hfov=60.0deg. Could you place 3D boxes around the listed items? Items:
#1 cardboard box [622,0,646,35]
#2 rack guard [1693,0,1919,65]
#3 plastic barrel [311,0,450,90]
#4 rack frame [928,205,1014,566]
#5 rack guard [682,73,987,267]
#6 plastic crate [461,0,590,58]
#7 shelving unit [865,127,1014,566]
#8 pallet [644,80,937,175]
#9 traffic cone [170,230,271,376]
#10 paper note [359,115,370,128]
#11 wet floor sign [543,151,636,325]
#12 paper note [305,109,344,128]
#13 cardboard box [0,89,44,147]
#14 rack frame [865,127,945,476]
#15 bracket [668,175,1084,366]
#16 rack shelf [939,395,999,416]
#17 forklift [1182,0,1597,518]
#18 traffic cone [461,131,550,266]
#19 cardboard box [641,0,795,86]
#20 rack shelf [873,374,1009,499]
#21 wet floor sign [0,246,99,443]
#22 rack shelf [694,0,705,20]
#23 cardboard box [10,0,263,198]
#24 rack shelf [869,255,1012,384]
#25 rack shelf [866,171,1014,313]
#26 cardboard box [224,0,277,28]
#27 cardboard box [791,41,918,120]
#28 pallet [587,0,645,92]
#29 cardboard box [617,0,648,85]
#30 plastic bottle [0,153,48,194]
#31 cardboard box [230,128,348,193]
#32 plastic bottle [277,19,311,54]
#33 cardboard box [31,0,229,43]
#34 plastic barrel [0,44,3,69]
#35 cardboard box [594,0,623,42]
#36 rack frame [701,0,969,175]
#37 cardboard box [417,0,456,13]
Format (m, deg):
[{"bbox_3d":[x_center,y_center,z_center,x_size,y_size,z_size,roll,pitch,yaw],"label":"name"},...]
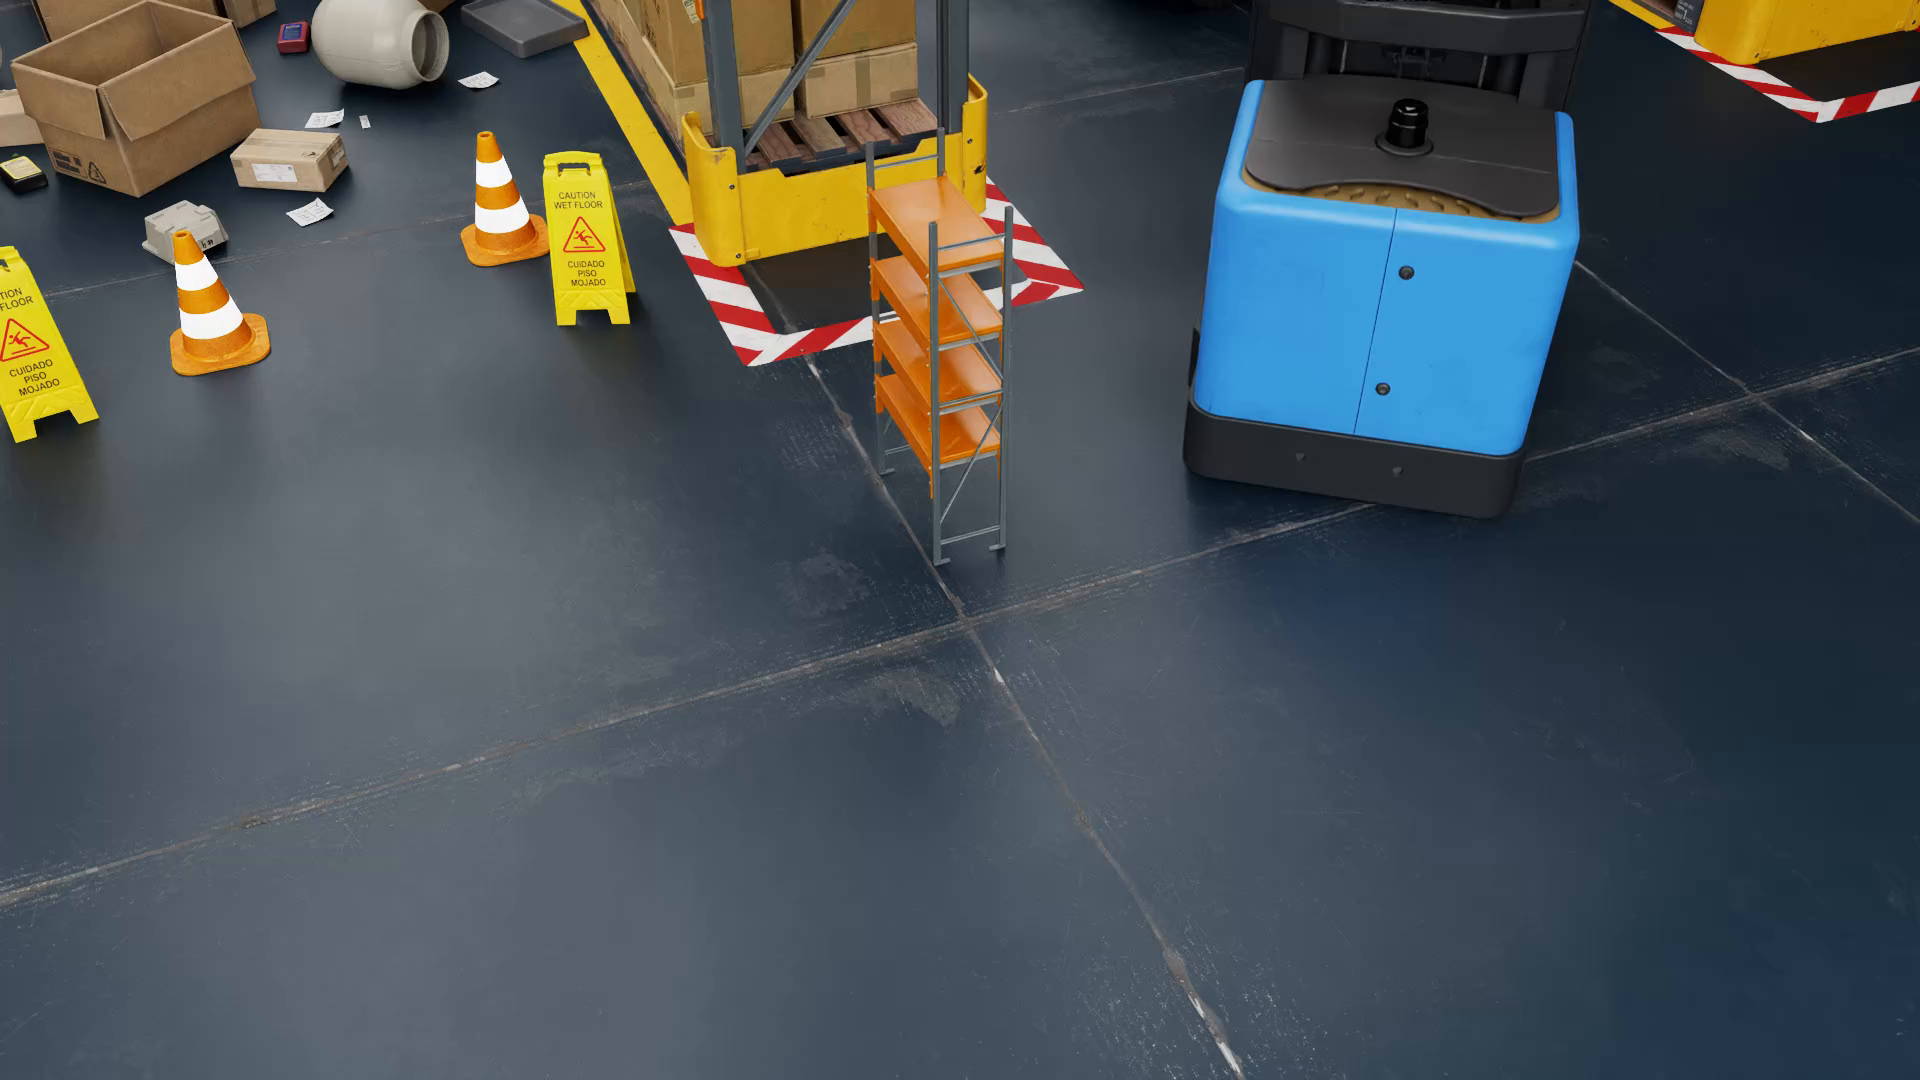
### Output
[{"bbox_3d":[-1.200,-2.525,7.098,0.500,0.500,0.500,-14,43,-15],"label":"cardboard box"},{"bbox_3d":[4.144,-2.671,7.973,1.175,0.500,0.348,-15,43,-17],"label":"rack guard"},{"bbox_3d":[-2.639,-2.283,7.580,0.512,0.421,0.421,12,42,13],"label":"plastic barrel"},{"bbox_3d":[0.030,-0.408,4.804,0.240,1.200,0.015,-15,43,-17],"label":"rack frame"},{"bbox_3d":[-0.479,-1.491,6.601,1.175,0.500,0.348,-15,43,-17],"label":"rack guard"},{"bbox_3d":[-2.137,-2.545,8.149,0.402,0.080,0.583,-31,49,-31],"label":"plastic crate"},{"bbox_3d":[-0.063,-0.555,4.975,0.258,1.200,0.503,-15,43,-17],"label":"shelving unit"},{"bbox_3d":[-0.757,-1.880,7.274,1.003,0.211,1.213,-15,43,-17],"label":"pallet"},{"bbox_3d":[-2.702,-0.887,5.926,0.336,0.463,0.334,-15,43,-17],"label":"traffic cone"},{"bbox_3d":[-7.054,-5.641,11.648,3.823,0.211,13.979,-15,43,-17],"label":"paper note"},{"bbox_3d":[-1.366,-1.119,6.056,0.267,0.644,0.232,-2,41,-2],"label":"wet floor sign"},{"bbox_3d":[-2.837,-1.885,7.427,0.148,0.019,0.142,-2,41,-2],"label":"paper note"},{"bbox_3d":[-4.156,-1.894,7.249,0.396,0.266,0.258,-8,41,-9],"label":"cardboard box"},{"bbox_3d":[-0.157,-0.702,5.146,0.240,1.200,0.015,-15,43,-17],"label":"rack frame"},{"bbox_3d":[-0.346,-1.108,6.538,1.378,0.001,1.079,-15,43,-17],"label":"bracket"},{"bbox_3d":[-0.063,-0.525,5.000,0.199,0.029,0.442,-15,43,-17],"label":"rack shelf"},{"bbox_3d":[1.582,-2.150,5.502,1.130,2.935,3.031,9,42,11],"label":"forklift"},{"bbox_3d":[-1.806,-1.368,6.486,0.336,0.463,0.334,-15,43,-17],"label":"traffic cone"},{"bbox_3d":[-0.997,-2.212,6.733,0.500,0.500,0.500,-15,43,-17],"label":"cardboard box"},{"bbox_3d":[-0.063,-0.353,5.148,0.258,0.148,0.480,-15,43,-17],"label":"rack shelf"},{"bbox_3d":[-3.144,-0.681,5.547,0.267,0.644,0.232,-23,46,-24],"label":"wet floor sign"},{"bbox_3d":[-1.215,-3.325,7.368,1.077,0.370,4.000,-15,43,-17],"label":"rack shelf"},{"bbox_3d":[-3.461,-1.873,7.042,0.637,0.503,0.797,19,44,20],"label":"cardboard box"},{"bbox_3d":[-0.063,-0.673,4.873,0.258,0.148,0.480,-15,43,-17],"label":"rack shelf"},{"bbox_3d":[-0.063,-0.853,4.719,0.258,0.148,0.480,-15,43,-17],"label":"rack shelf"},{"bbox_3d":[-3.652,-2.740,8.232,0.396,0.266,0.258,19,44,20],"label":"cardboard box"},{"bbox_3d":[-0.503,-2.065,7.137,0.500,0.250,0.500,-15,43,-17],"label":"cardboard box"},{"bbox_3d":[-1.220,-2.614,8.127,1.003,0.211,1.213,-15,43,-17],"label":"pallet"},{"bbox_3d":[-1.199,-2.244,7.345,0.500,0.250,0.500,-15,43,-17],"label":"cardboard box"},{"bbox_3d":[-3.966,-1.552,7.008,0.133,0.061,0.283,-31,49,-31],"label":"plastic bottle"},{"bbox_3d":[-2.817,-1.597,6.993,0.380,0.149,0.250,5,41,6],"label":"cardboard box"},{"bbox_3d":[-3.219,-2.443,8.044,0.133,0.061,0.283,-8,41,-9],"label":"plastic bottle"},{"bbox_3d":[-3.826,-2.486,7.651,0.797,0.637,0.503,-15,43,-17],"label":"cardboard box"},{"bbox_3d":[-4.664,-2.229,7.518,0.512,0.421,0.421,12,42,13],"label":"plastic barrel"},{"bbox_3d":[-1.404,-2.557,7.710,0.500,0.250,0.500,-17,43,-18],"label":"cardboard box"},{"bbox_3d":[-0.450,-2.393,5.732,1.000,3.000,0.127,-15,43,-17],"label":"rack frame"},{"bbox_3d":[-2.828,-2.871,8.203,0.500,0.500,0.500,12,42,13],"label":"cardboard box"}]
